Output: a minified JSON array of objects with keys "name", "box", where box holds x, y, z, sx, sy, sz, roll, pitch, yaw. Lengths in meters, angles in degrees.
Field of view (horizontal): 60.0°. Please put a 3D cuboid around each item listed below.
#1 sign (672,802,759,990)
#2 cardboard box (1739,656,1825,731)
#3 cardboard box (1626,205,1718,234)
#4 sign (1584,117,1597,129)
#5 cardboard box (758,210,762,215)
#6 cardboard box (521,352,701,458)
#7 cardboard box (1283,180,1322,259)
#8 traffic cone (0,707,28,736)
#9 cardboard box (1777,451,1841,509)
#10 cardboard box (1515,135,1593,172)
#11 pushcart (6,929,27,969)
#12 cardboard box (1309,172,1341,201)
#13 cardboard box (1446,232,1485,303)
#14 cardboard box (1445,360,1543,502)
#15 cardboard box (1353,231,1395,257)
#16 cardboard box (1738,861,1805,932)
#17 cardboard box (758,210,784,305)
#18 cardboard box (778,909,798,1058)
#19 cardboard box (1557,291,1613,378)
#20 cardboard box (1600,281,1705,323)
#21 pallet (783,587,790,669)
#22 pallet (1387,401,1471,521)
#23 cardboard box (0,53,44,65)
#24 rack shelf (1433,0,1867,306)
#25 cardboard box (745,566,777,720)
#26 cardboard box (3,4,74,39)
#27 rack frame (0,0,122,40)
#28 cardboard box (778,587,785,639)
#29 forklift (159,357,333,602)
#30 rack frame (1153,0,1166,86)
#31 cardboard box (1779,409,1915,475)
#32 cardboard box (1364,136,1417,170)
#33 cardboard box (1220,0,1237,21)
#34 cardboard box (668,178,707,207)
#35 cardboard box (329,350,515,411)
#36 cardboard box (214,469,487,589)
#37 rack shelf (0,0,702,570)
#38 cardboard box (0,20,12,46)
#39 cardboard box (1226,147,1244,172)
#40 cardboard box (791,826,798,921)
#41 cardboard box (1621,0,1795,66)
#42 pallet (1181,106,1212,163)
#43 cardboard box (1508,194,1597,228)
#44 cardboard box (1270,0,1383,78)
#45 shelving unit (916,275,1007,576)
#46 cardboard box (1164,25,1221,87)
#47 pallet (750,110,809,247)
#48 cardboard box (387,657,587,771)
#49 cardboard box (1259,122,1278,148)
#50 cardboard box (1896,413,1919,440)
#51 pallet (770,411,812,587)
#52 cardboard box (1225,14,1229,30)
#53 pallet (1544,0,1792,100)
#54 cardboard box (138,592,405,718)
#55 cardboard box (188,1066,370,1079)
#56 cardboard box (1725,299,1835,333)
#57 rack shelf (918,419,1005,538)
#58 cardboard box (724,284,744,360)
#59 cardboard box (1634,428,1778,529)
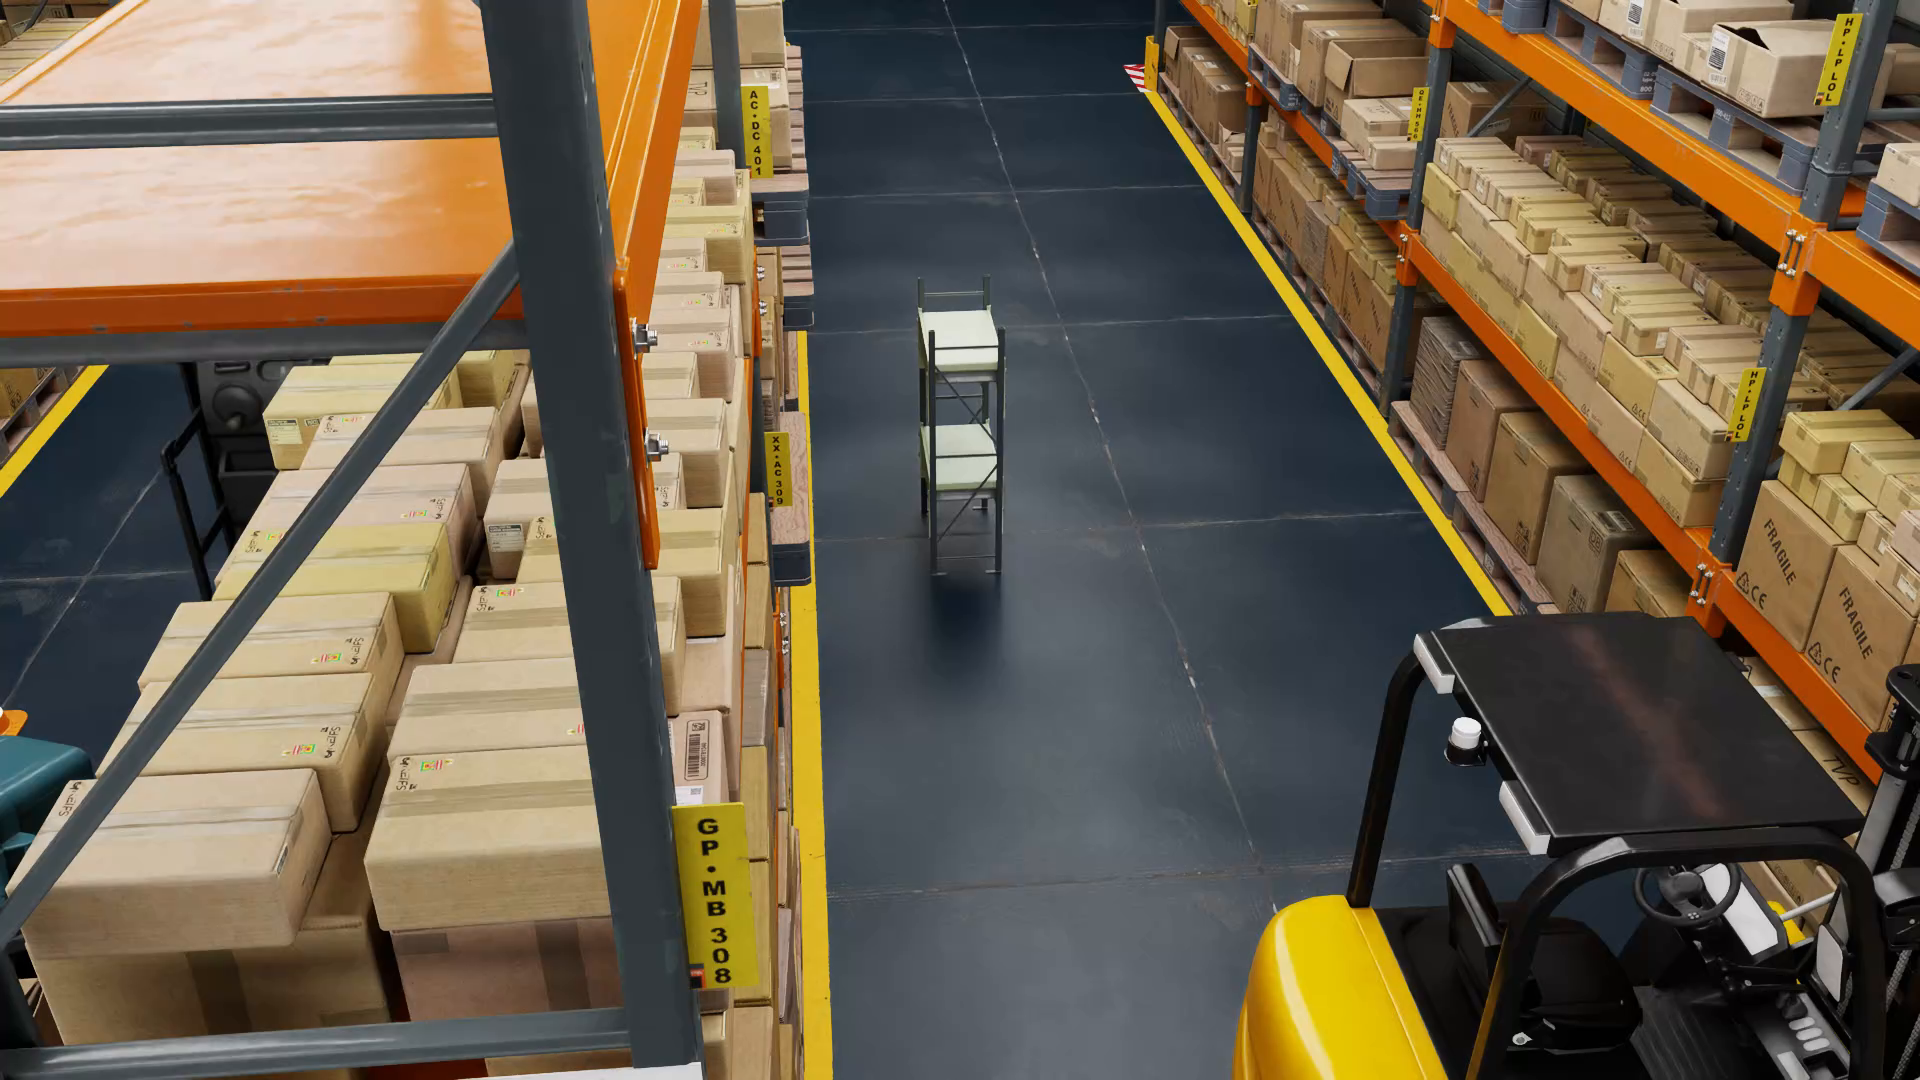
[{"name":"sign","box":[-0.330,0.483,2.238,0.100,0.325,0.005,-3,31,-5]},{"name":"cardboard box","box":[3.430,0.724,6.910,0.500,0.250,0.500,-3,31,-5]},{"name":"cardboard box","box":[3.801,-1.671,8.892,0.380,0.149,0.250,-3,31,-5]},{"name":"sign","box":[3.876,-2.677,10.177,0.100,0.325,0.005,-3,31,-5]},{"name":"cardboard box","box":[-1.184,-1.720,8.274,0.380,0.149,0.250,-4,31,-7]},{"name":"cardboard box","box":[-0.812,-0.319,3.902,0.380,0.149,0.250,-2,31,-4]},{"name":"cardboard box","box":[2.873,-2.517,13.067,0.500,0.500,0.500,-4,31,-6]},{"name":"traffic cone","box":[-4.785,0.751,8.041,0.336,0.463,0.334,-3,31,-5]},{"name":"cardboard box","box":[3.465,-0.255,6.522,0.380,0.149,0.250,-3,31,-5]},{"name":"cardboard box","box":[3.556,-2.317,9.973,0.380,0.149,0.250,-2,31,-3]},{"name":"pushcart","box":[-3.510,1.391,7.053,1.648,0.377,0.936,-14,33,-22]},{"name":"cardboard box","box":[2.903,-2.720,12.774,0.380,0.149,0.250,-2,31,-3]},{"name":"cardboard box","box":[3.164,-1.592,9.636,0.500,0.250,0.500,-3,31,-6]},{"name":"cardboard box","box":[3.437,-0.660,9.836,0.875,0.625,0.625,-2,31,-3]},{"name":"cardboard box","box":[2.988,-2.052,11.655,0.380,0.149,0.250,-4,31,-6]},{"name":"cardboard box","box":[3.476,1.412,6.733,0.500,0.250,0.500,-3,31,-6]},{"name":"cardboard box","box":[-1.191,-1.523,8.577,0.500,0.500,0.500,-5,31,-8]},{"name":"cardboard box","box":[-0.824,1.618,5.657,0.500,0.500,0.500,-1,31,-2]},{"name":"cardboard box","box":[3.300,-1.022,8.194,0.500,0.250,0.500,-2,31,-4]},{"name":"cardboard box","box":[3.313,-1.118,7.966,0.380,0.149,0.250,-3,31,-6]},{"name":"pallet","box":[-1.435,0.306,9.032,1.003,0.211,1.213,-3,31,-5]},{"name":"pallet","box":[3.362,-0.532,10.435,1.003,0.211,1.213,-3,31,-5]},{"name":"cardboard box","box":[-6.586,-3.269,11.553,0.380,0.149,0.250,-4,31,-6]},{"name":"rack shelf","box":[3.511,-2.109,8.133,1.077,0.370,4.000,-3,31,-5]},{"name":"cardboard box","box":[-0.900,0.437,5.705,0.500,0.500,0.500,-2,31,-3]},{"name":"cardboard box","box":[-7.237,-4.069,13.250,0.500,0.500,0.500,-3,31,-5]},{"name":"rack frame","box":[-6.911,-3.665,12.961,1.000,3.000,0.127,-3,31,-5]},{"name":"cardboard box","box":[-1.366,0.444,8.235,0.950,0.372,0.625,-1,31,-1]},{"name":"forklift","box":[-3.267,-0.684,8.038,1.130,2.935,3.031,-2,31,-3]},{"name":"rack frame","box":[2.576,-6.236,17.265,1.000,3.000,0.127,-3,31,-5]},{"name":"cardboard box","box":[3.432,-0.382,6.444,0.380,0.149,0.250,-2,31,-4]},{"name":"cardboard box","box":[2.880,-2.541,10.914,0.380,0.149,0.250,-2,31,-4]},{"name":"cardboard box","box":[2.598,-4.761,14.651,0.500,0.250,0.500,-3,31,-4]},{"name":"cardboard box","box":[-0.961,-0.974,4.998,0.380,0.149,0.250,-2,31,-3]},{"name":"cardboard box","box":[-1.312,-0.426,4.080,0.380,0.149,0.250,-2,31,-4]},{"name":"cardboard box","box":[-1.286,0.052,3.670,0.500,0.250,0.500,-2,31,-3]},{"name":"rack shelf","box":[-1.057,-1.114,3.544,1.077,0.370,4.000,-3,31,-5]},{"name":"cardboard box","box":[-7.332,-3.770,12.392,0.380,0.149,0.250,-1,31,-2]},{"name":"cardboard box","box":[2.606,-3.421,14.922,0.380,0.149,0.250,-4,31,-6]},{"name":"cardboard box","box":[-0.921,1.419,6.720,0.500,0.250,0.500,-1,31,-2]},{"name":"cardboard box","box":[3.316,-2.332,7.384,0.500,0.311,0.500,-4,31,-6]},{"name":"pallet","box":[2.770,-3.972,16.193,1.003,0.211,1.213,-3,31,-5]},{"name":"cardboard box","box":[3.226,-1.770,9.059,0.380,0.149,0.250,-2,31,-4]},{"name":"cardboard box","box":[2.821,-3.895,12.839,0.700,0.500,0.500,-2,31,-4]},{"name":"shelving unit","box":[0.001,-0.640,9.360,0.431,1.500,0.755,-3,31,-5]},{"name":"cardboard box","box":[2.539,-5.028,17.267,0.797,0.503,0.637,-4,31,-7]},{"name":"pallet","box":[-1.196,-1.397,6.422,1.213,0.211,1.003,-3,31,-5]},{"name":"cardboard box","box":[-0.740,0.331,2.813,0.380,0.149,0.250,-3,31,-5]},{"name":"cardboard box","box":[2.719,-3.384,13.885,0.380,0.149,0.250,-1,31,-2]},{"name":"cardboard box","box":[3.905,-0.531,7.373,0.500,0.250,0.500,-3,31,-5]},{"name":"pallet","box":[-1.171,-0.185,7.321,1.003,0.211,1.213,-3,31,-5]},{"name":"cardboard box","box":[2.577,-4.635,14.830,0.380,0.149,0.250,-2,31,-3]},{"name":"pallet","box":[3.584,-2.445,8.178,1.003,0.211,1.213,-1,31,-2]},{"name":"cardboard box","box":[-1.224,0.229,2.984,0.380,0.149,0.250,-3,31,-5]},{"name":"cardboard box","box":[-1.182,0.824,2.765,0.380,0.149,0.250,-3,31,-4]},{"name":"cardboard box","box":[3.838,-1.017,7.797,0.380,0.149,0.250,-3,31,-5]},{"name":"rack shelf","box":[0.001,-0.361,9.527,0.431,0.370,0.720,-3,31,-5]},{"name":"cardboard box","box":[-0.853,-0.489,4.575,0.500,0.250,0.500,-3,31,-5]},{"name":"cardboard box","box":[3.390,-0.290,7.456,0.500,0.250,0.500,-2,31,-3]}]
